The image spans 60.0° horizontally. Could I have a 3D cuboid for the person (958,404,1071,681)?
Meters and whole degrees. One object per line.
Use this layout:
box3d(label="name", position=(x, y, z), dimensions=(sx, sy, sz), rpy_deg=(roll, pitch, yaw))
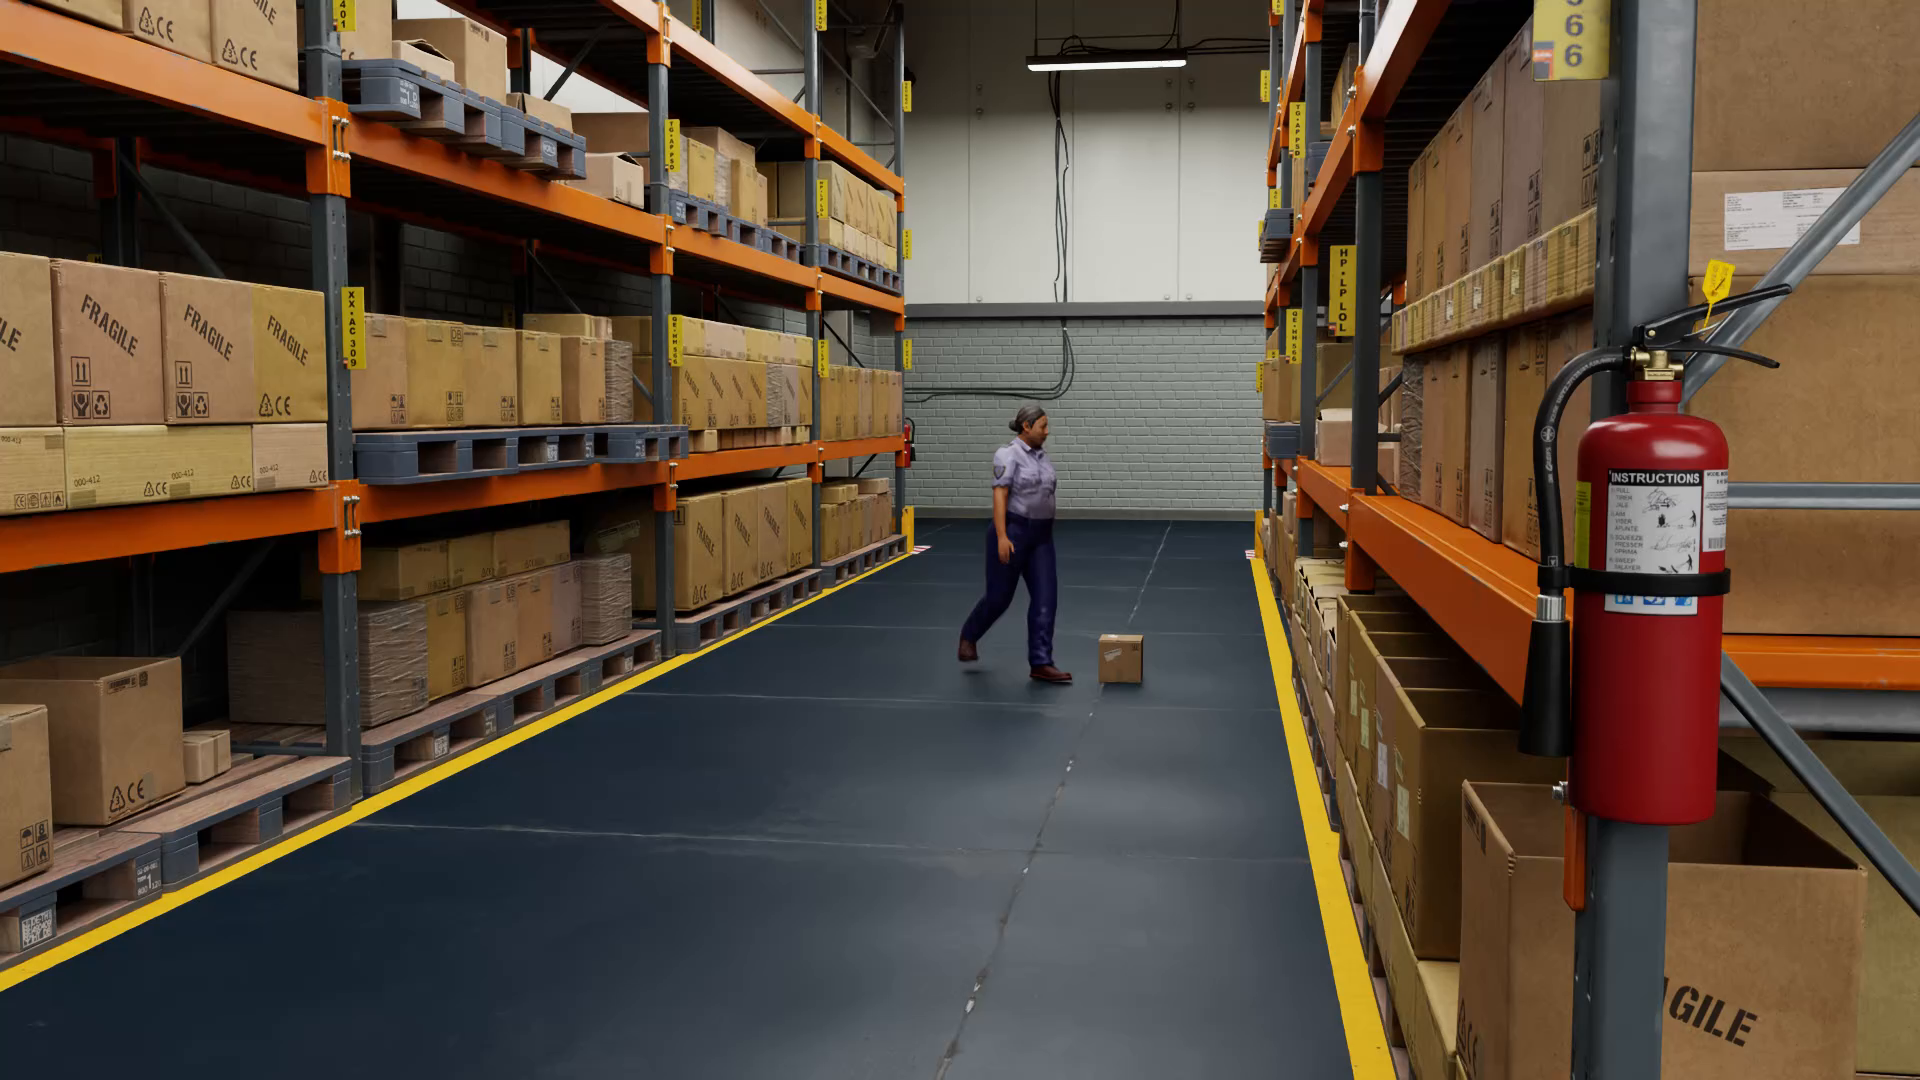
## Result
box3d(label="person", position=(0.328, 0.002, 9.969), dimensions=(0.541, 1.626, 0.847), rpy_deg=(-4, 6, -44))
